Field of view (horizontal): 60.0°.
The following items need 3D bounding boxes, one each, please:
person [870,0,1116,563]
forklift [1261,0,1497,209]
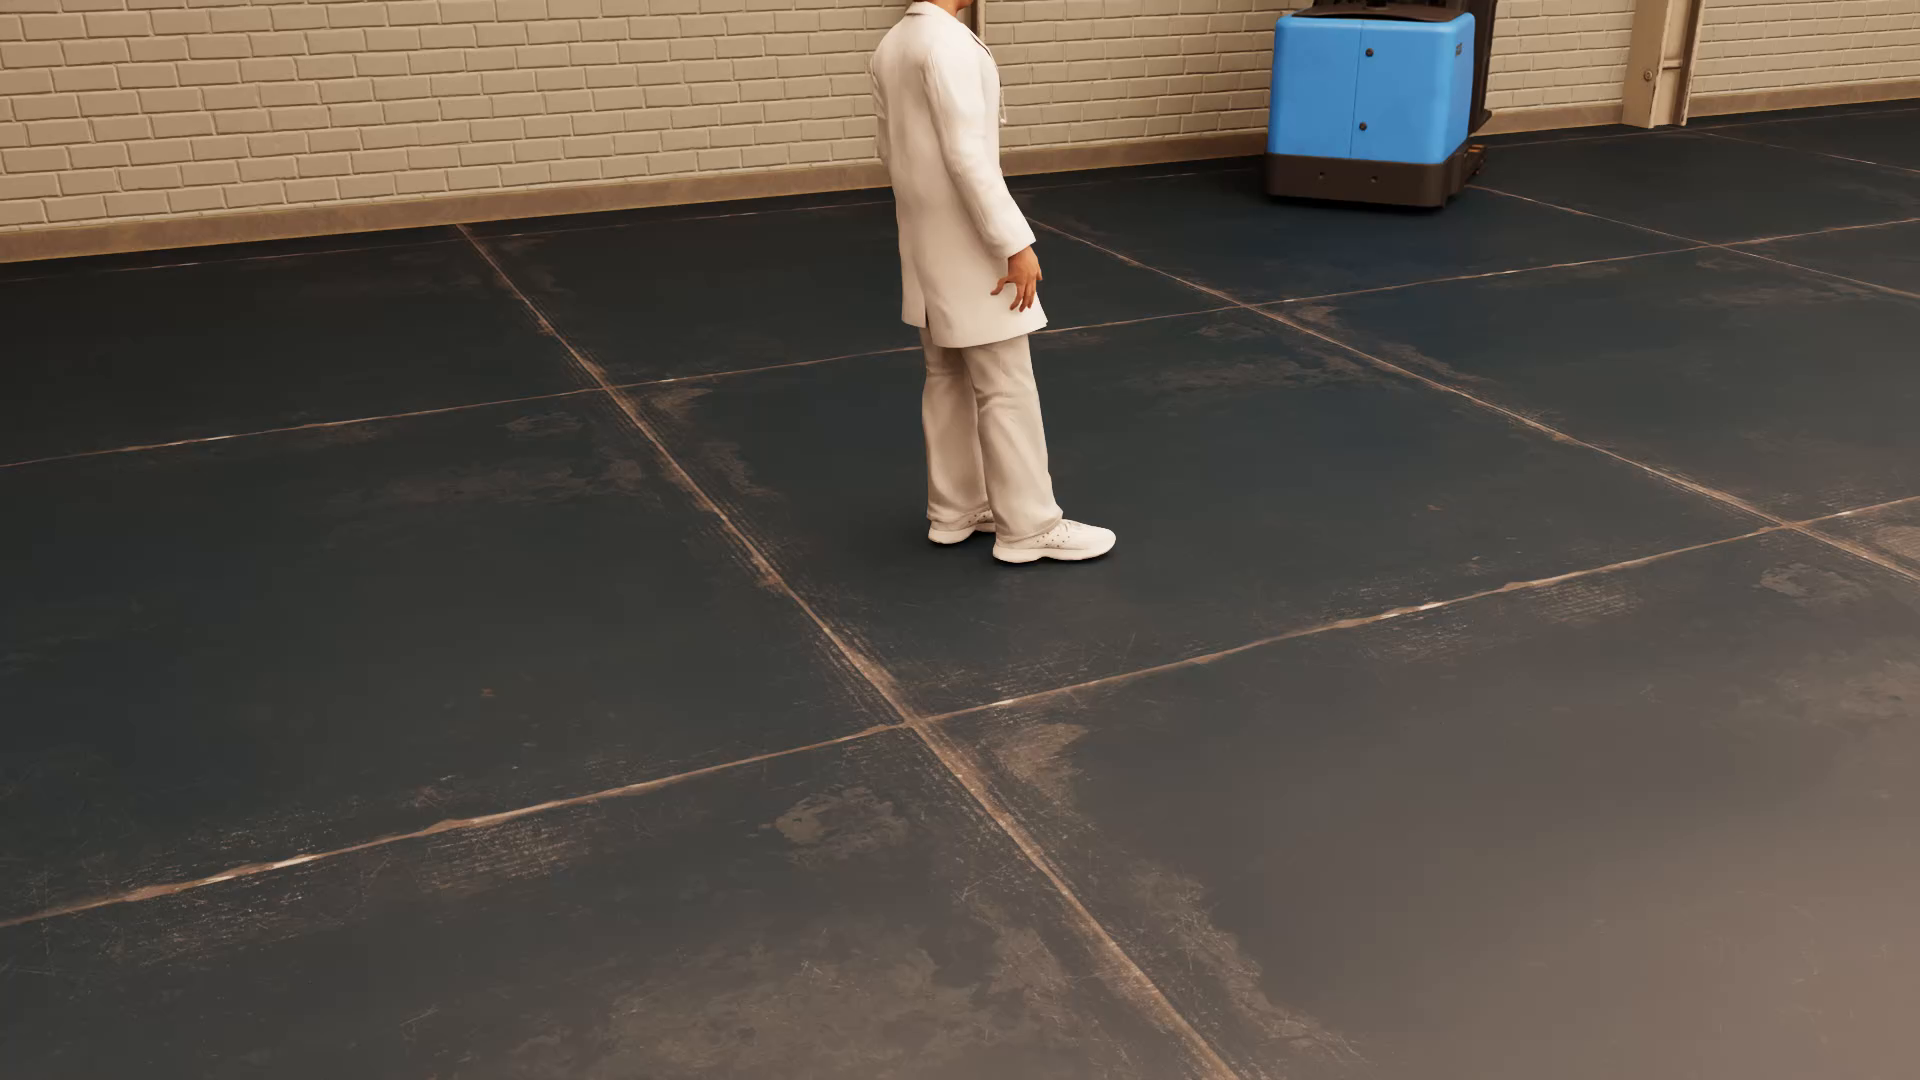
[{"bbox_3d":[0.084,-0.841,4.794,0.581,1.776,0.696,-10,25,-23],"label":"person"},{"bbox_3d":[2.847,-3.790,10.410,1.130,2.935,3.031,9,24,22],"label":"forklift"}]
